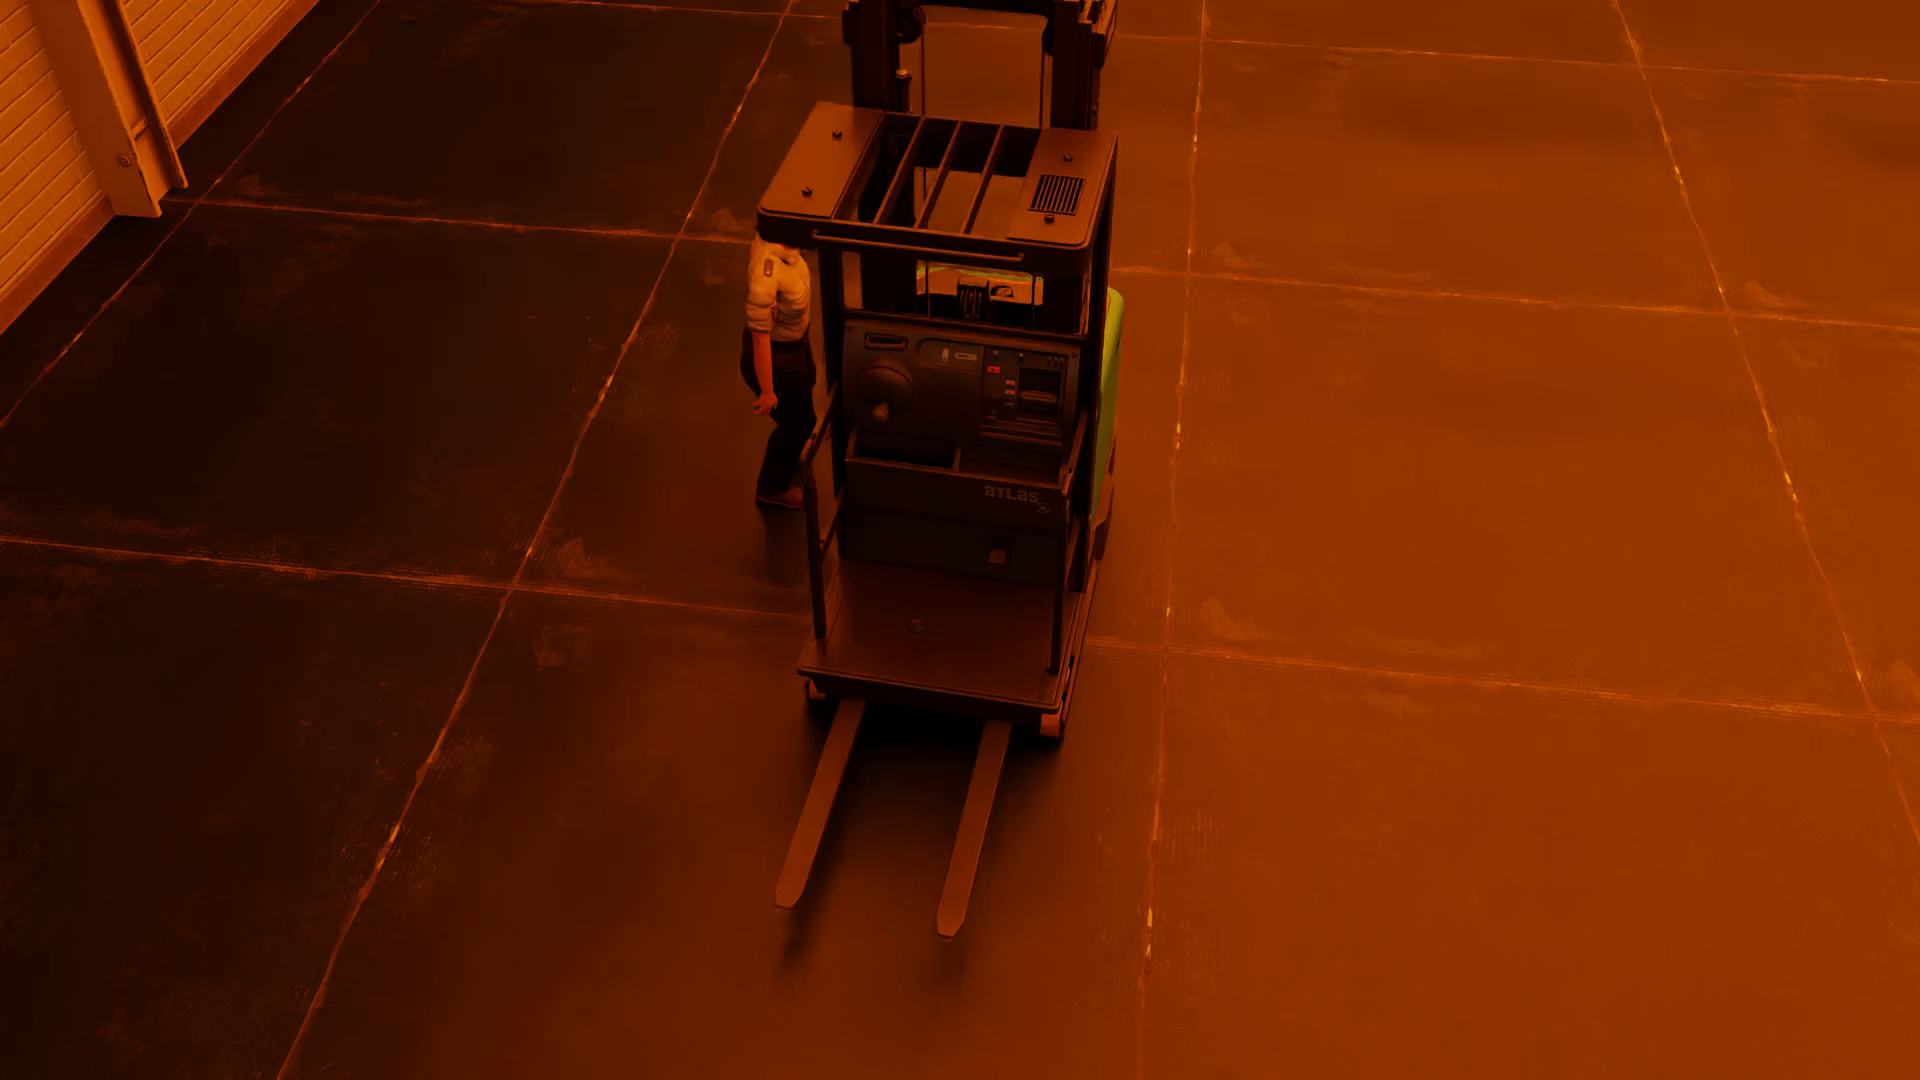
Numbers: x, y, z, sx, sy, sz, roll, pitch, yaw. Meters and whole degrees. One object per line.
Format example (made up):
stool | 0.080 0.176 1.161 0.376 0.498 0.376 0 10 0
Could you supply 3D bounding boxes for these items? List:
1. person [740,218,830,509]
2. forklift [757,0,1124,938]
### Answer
person | -0.826 -0.897 7.672 0.371 1.626 0.778 -2 43 -2
forklift | -0.043 -0.530 6.301 1.130 2.935 3.031 8 43 9
